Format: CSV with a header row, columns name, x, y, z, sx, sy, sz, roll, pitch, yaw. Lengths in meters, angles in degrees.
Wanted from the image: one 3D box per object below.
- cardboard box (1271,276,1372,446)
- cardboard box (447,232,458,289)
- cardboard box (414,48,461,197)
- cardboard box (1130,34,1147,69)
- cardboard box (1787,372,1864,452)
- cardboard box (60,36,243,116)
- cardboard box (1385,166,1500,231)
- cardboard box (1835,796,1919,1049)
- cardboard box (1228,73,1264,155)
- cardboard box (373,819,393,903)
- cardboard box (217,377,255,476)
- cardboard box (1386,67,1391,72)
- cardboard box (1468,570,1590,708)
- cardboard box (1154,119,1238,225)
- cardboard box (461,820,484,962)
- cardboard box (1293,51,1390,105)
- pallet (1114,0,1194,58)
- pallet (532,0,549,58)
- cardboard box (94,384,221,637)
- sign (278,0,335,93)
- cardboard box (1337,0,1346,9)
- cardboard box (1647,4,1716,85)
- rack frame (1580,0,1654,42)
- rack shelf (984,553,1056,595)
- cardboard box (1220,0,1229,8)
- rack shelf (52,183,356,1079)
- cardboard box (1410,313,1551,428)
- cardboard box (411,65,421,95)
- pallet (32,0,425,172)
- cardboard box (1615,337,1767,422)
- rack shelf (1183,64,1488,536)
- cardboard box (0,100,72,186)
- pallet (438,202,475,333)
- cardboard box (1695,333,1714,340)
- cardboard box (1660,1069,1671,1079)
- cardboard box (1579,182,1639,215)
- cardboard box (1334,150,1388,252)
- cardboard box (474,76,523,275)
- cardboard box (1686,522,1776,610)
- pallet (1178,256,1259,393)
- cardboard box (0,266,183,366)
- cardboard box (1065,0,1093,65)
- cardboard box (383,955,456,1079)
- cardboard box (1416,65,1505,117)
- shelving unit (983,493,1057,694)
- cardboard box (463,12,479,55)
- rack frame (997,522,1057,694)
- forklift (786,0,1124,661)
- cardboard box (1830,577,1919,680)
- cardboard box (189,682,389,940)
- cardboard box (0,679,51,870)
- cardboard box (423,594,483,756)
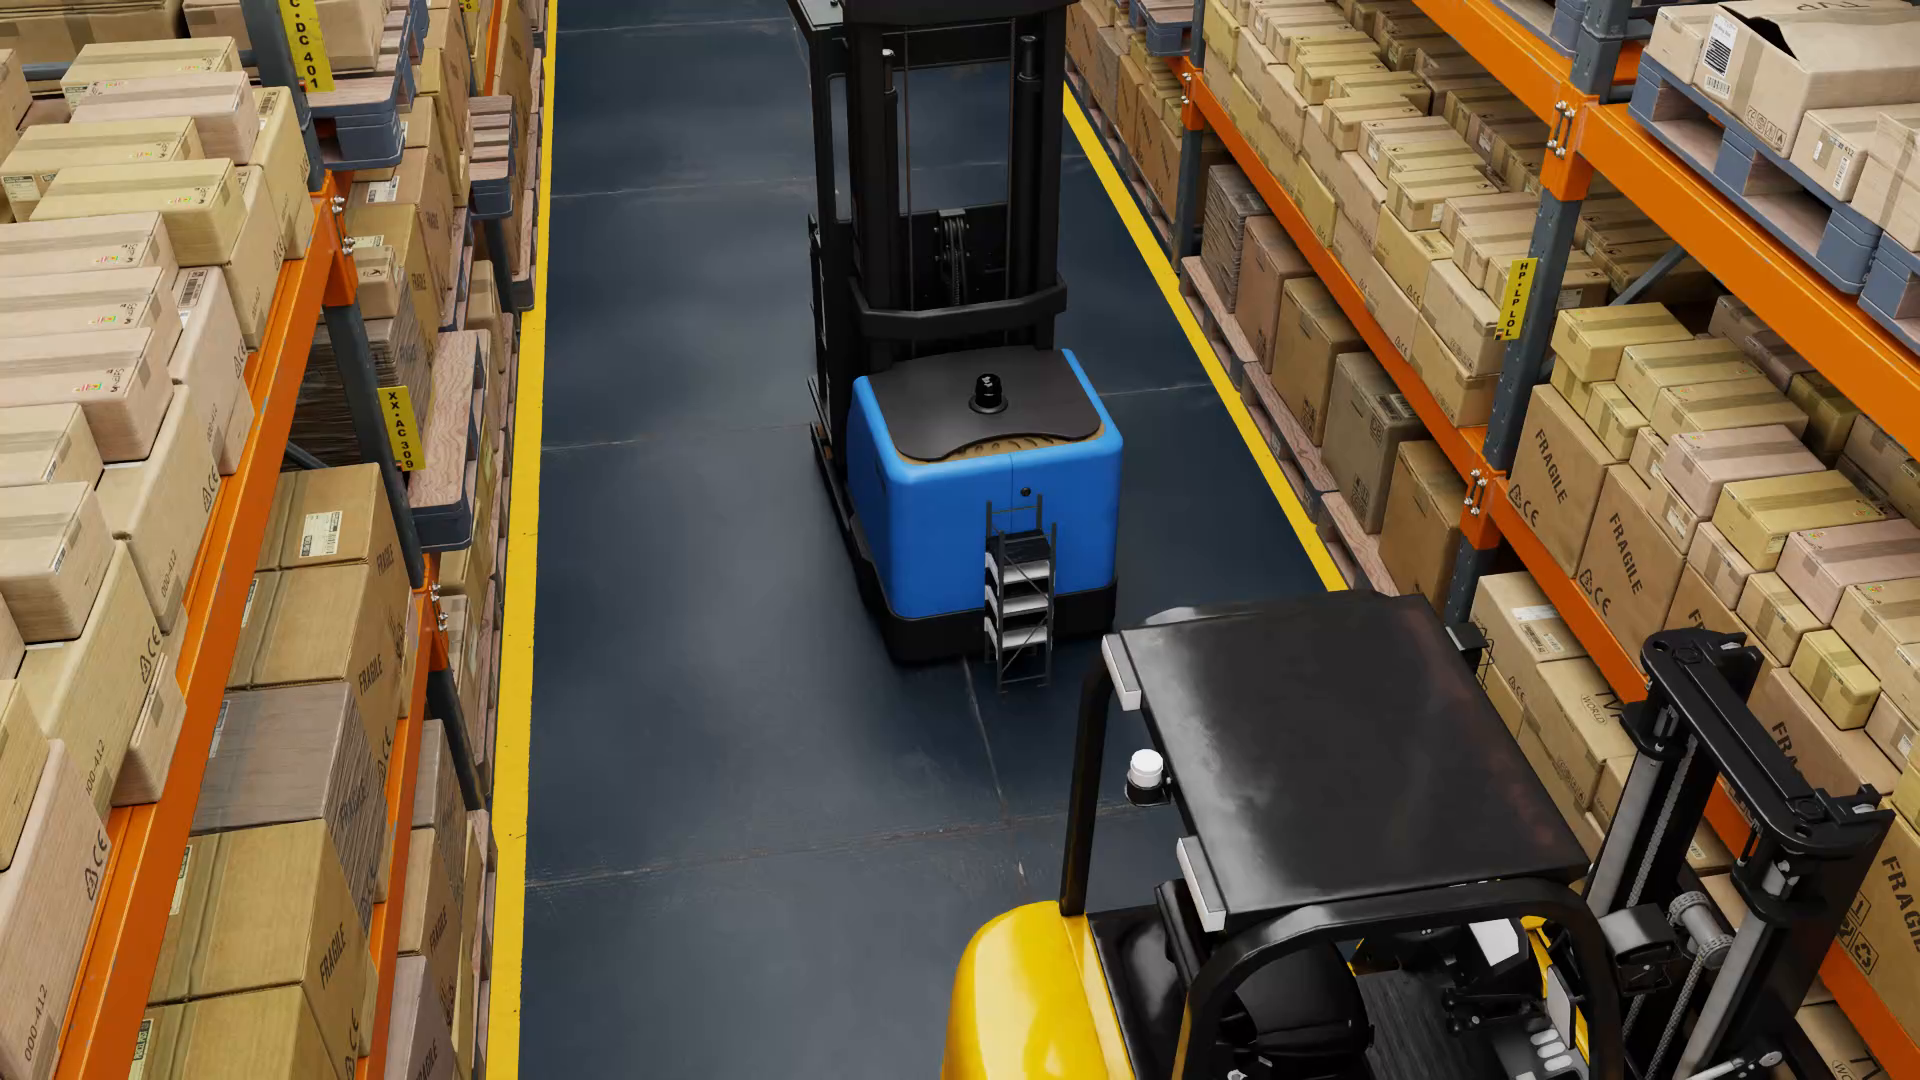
name,x,y,z,sx,sy,sz,roll,pitch,yaw
cardboard box,2.151,-0.960,8.534,0.875,0.625,0.625,-8,39,-10
cardboard box,-2.357,-1.183,7.090,0.380,0.149,0.250,-5,38,-6
cardboard box,-2.527,-1.837,7.403,0.500,0.500,0.500,-9,39,-11
cardboard box,1.352,-3.257,11.063,0.380,0.149,0.250,-7,38,-9
cardboard box,2.932,-0.433,5.409,0.380,0.149,0.250,-7,38,-8
cardboard box,-2.099,-1.191,4.347,0.380,0.149,0.250,-5,38,-7
cardboard box,2.007,-1.424,6.928,0.380,0.149,0.250,-7,38,-9
cardboard box,2.701,0.989,4.350,0.500,0.500,0.500,-7,38,-9
cardboard box,1.735,-2.253,8.727,0.500,0.250,0.500,-7,38,-9
cardboard box,-1.832,0.916,4.731,0.380,0.149,0.250,-7,38,-9
cardboard box,-1.848,-0.263,3.803,0.380,0.149,0.250,-5,38,-7
cardboard box,2.344,-2.196,8.246,0.500,0.250,0.500,-6,38,-8
cardboard box,2.292,0.357,6.330,0.500,0.250,0.500,-7,38,-9
cardboard box,1.529,-2.321,10.388,0.500,0.500,0.500,-5,38,-7
cardboard box,-2.002,1.290,5.943,0.500,0.250,0.500,-5,38,-6
cardboard box,1.817,-2.203,7.931,0.380,0.149,0.250,-5,38,-7
pallet,1.627,-3.236,10.027,1.213,0.211,1.003,-6,38,-8
pallet,-3.829,-4.157,13.328,1.003,0.211,1.213,-6,38,-8
cardboard box,-1.759,-0.043,3.196,0.500,0.250,0.500,-5,38,-7
sign,-1.837,-1.410,4.653,0.100,0.325,0.005,-6,38,-8
cardboard box,2.227,-2.885,8.809,0.380,0.149,0.250,-5,38,-7
cardboard box,2.296,-1.481,4.948,0.380,0.149,0.250,-5,38,-7
rack frame,2.516,-2.863,4.501,1.000,3.000,0.127,-6,38,-8
rack shelf,0.252,0.124,7.017,0.258,0.077,0.200,-9,39,-11
cardboard box,1.581,-2.982,8.933,0.380,0.149,0.250,-5,38,-7
rack shelf,-2.019,0.349,3.397,1.077,0.370,4.000,-6,38,-8
cardboard box,2.170,-0.711,6.743,0.500,0.250,0.500,-5,38,-7
cardboard box,-2.507,-1.995,7.078,0.380,0.149,0.250,-8,39,-10
pallet,-2.373,-1.453,5.283,1.213,0.211,1.003,-6,38,-8
cardboard box,2.432,-0.537,5.543,0.380,0.149,0.250,-6,38,-7
rack shelf,2.166,-1.418,8.117,1.077,0.370,4.000,-6,38,-8
cardboard box,-2.562,-0.906,4.306,0.500,0.250,0.500,-7,38,-9
pallet,-2.684,-1.107,7.287,1.003,0.211,1.213,-6,38,-8
cardboard box,2.825,-0.623,5.897,0.380,0.149,0.250,-6,38,-8
cardboard box,2.554,1.676,5.447,0.500,0.250,0.500,-5,38,-7
cardboard box,2.627,-1.344,6.825,0.380,0.149,0.250,-6,38,-8
cardboard box,1.997,-1.521,7.378,0.500,0.250,0.500,-6,38,-7
cardboard box,-3.111,-2.127,9.833,0.875,0.875,0.875,-7,38,-8
cardboard box,2.448,0.057,5.021,0.380,0.149,0.250,-7,38,-8
pallet,1.921,-1.308,9.661,1.003,0.211,1.213,-6,38,-8
cardboard box,-1.806,-0.414,3.348,0.380,0.149,0.250,-6,38,-7
cardboard box,1.080,-3.868,12.379,0.500,0.500,0.500,-7,38,-9
cardboard box,-1.821,1.609,4.921,0.500,0.500,0.500,-4,38,-6
cardboard box,2.359,-2.106,7.806,0.380,0.149,0.250,-5,38,-7
shelving unit,0.252,0.240,7.107,0.258,0.900,0.210,-9,39,-11
cardboard box,-2.917,-2.845,9.082,0.500,0.250,0.500,-6,38,-8
rack frame,0.277,0.301,7.030,0.240,0.900,0.006,-9,39,-11
forklift,-0.155,-1.530,7.730,1.130,2.935,3.031,-9,39,-11
cardboard box,2.645,0.235,4.550,0.380,0.149,0.250,-6,38,-8
cardboard box,-1.855,0.750,4.416,0.500,0.500,0.500,-5,38,-7
cardboard box,-1.544,0.353,2.360,0.380,0.149,0.250,-6,38,-8
cardboard box,-2.464,0.597,6.736,0.950,0.372,0.625,-6,38,-7
